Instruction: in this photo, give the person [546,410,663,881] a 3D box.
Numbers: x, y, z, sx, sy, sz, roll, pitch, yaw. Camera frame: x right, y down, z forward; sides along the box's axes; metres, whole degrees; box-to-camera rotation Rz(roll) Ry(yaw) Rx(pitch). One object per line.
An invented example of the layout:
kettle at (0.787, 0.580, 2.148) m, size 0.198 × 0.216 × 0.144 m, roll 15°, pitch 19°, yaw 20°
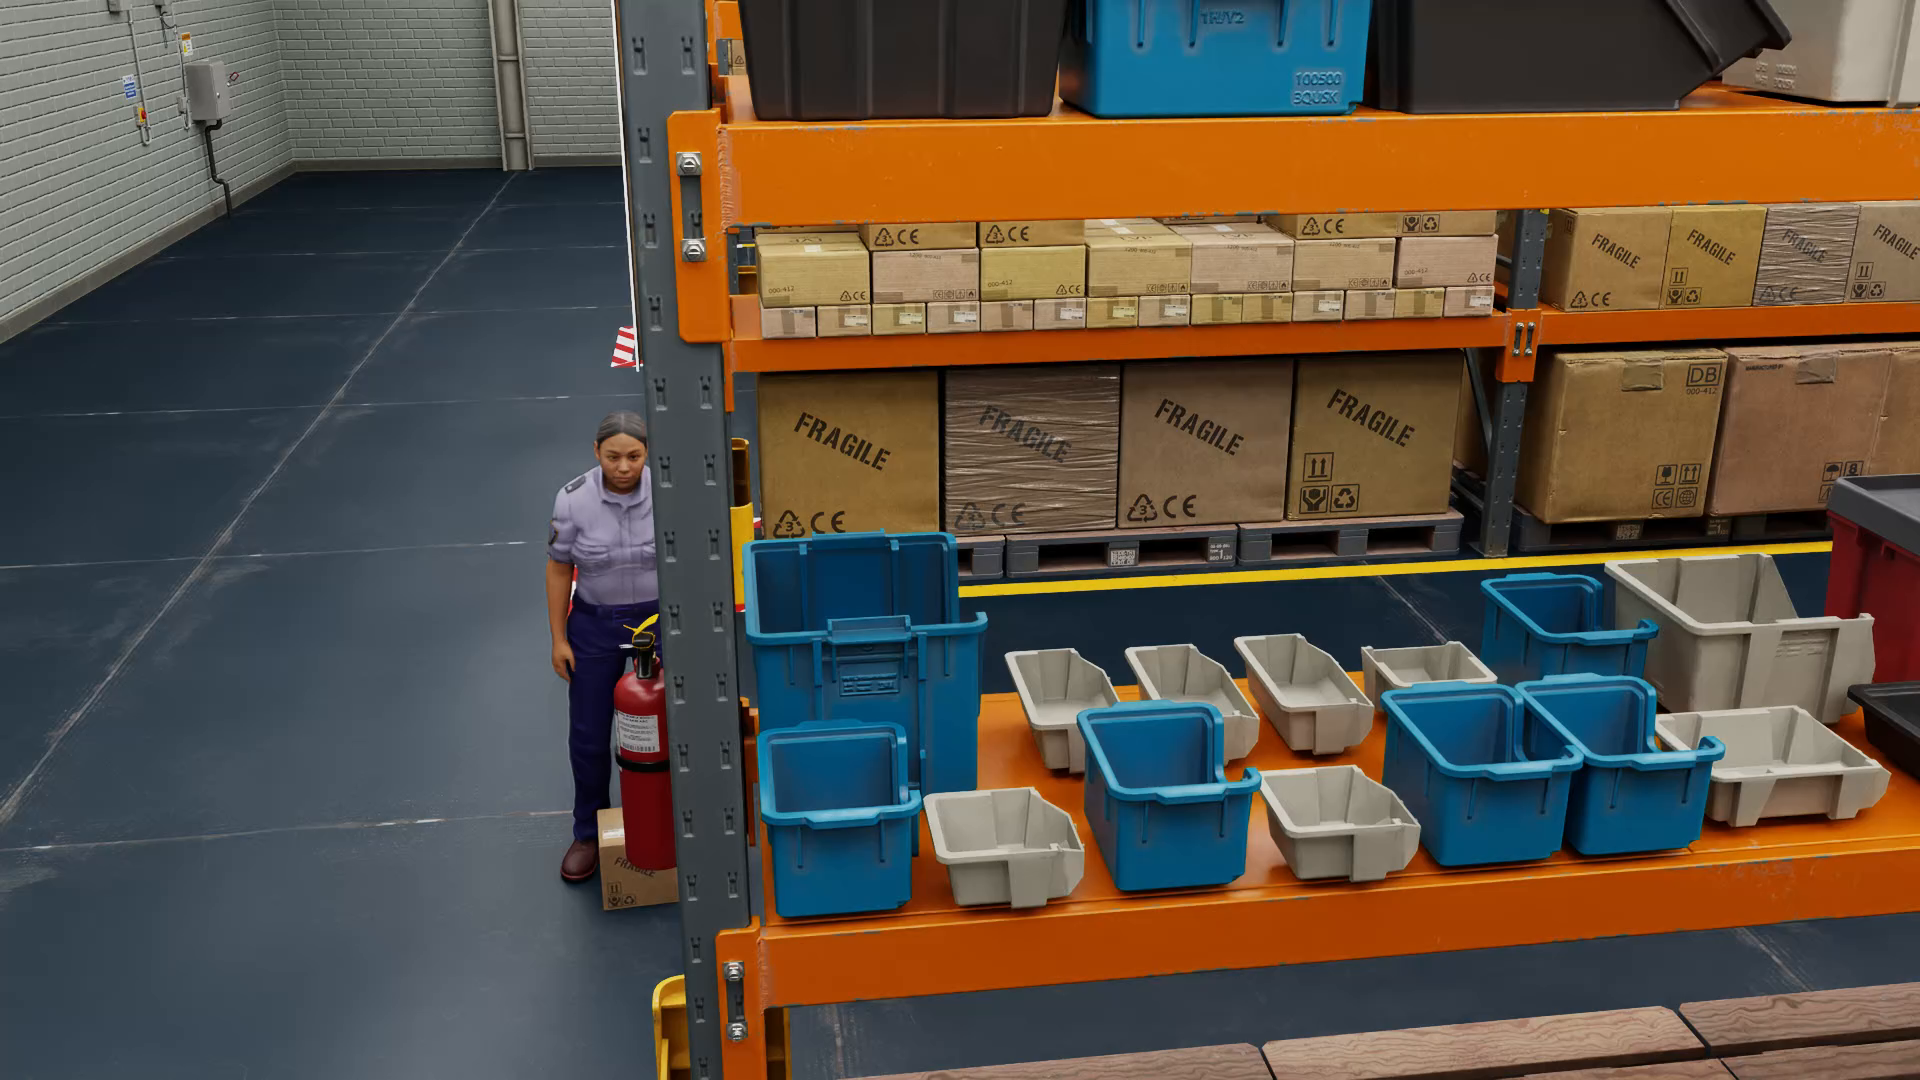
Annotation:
person at (-1.139, 0.342, 5.660) m, size 0.560 × 1.647 × 0.375 m, roll -4°, pitch 21°, yaw -11°
